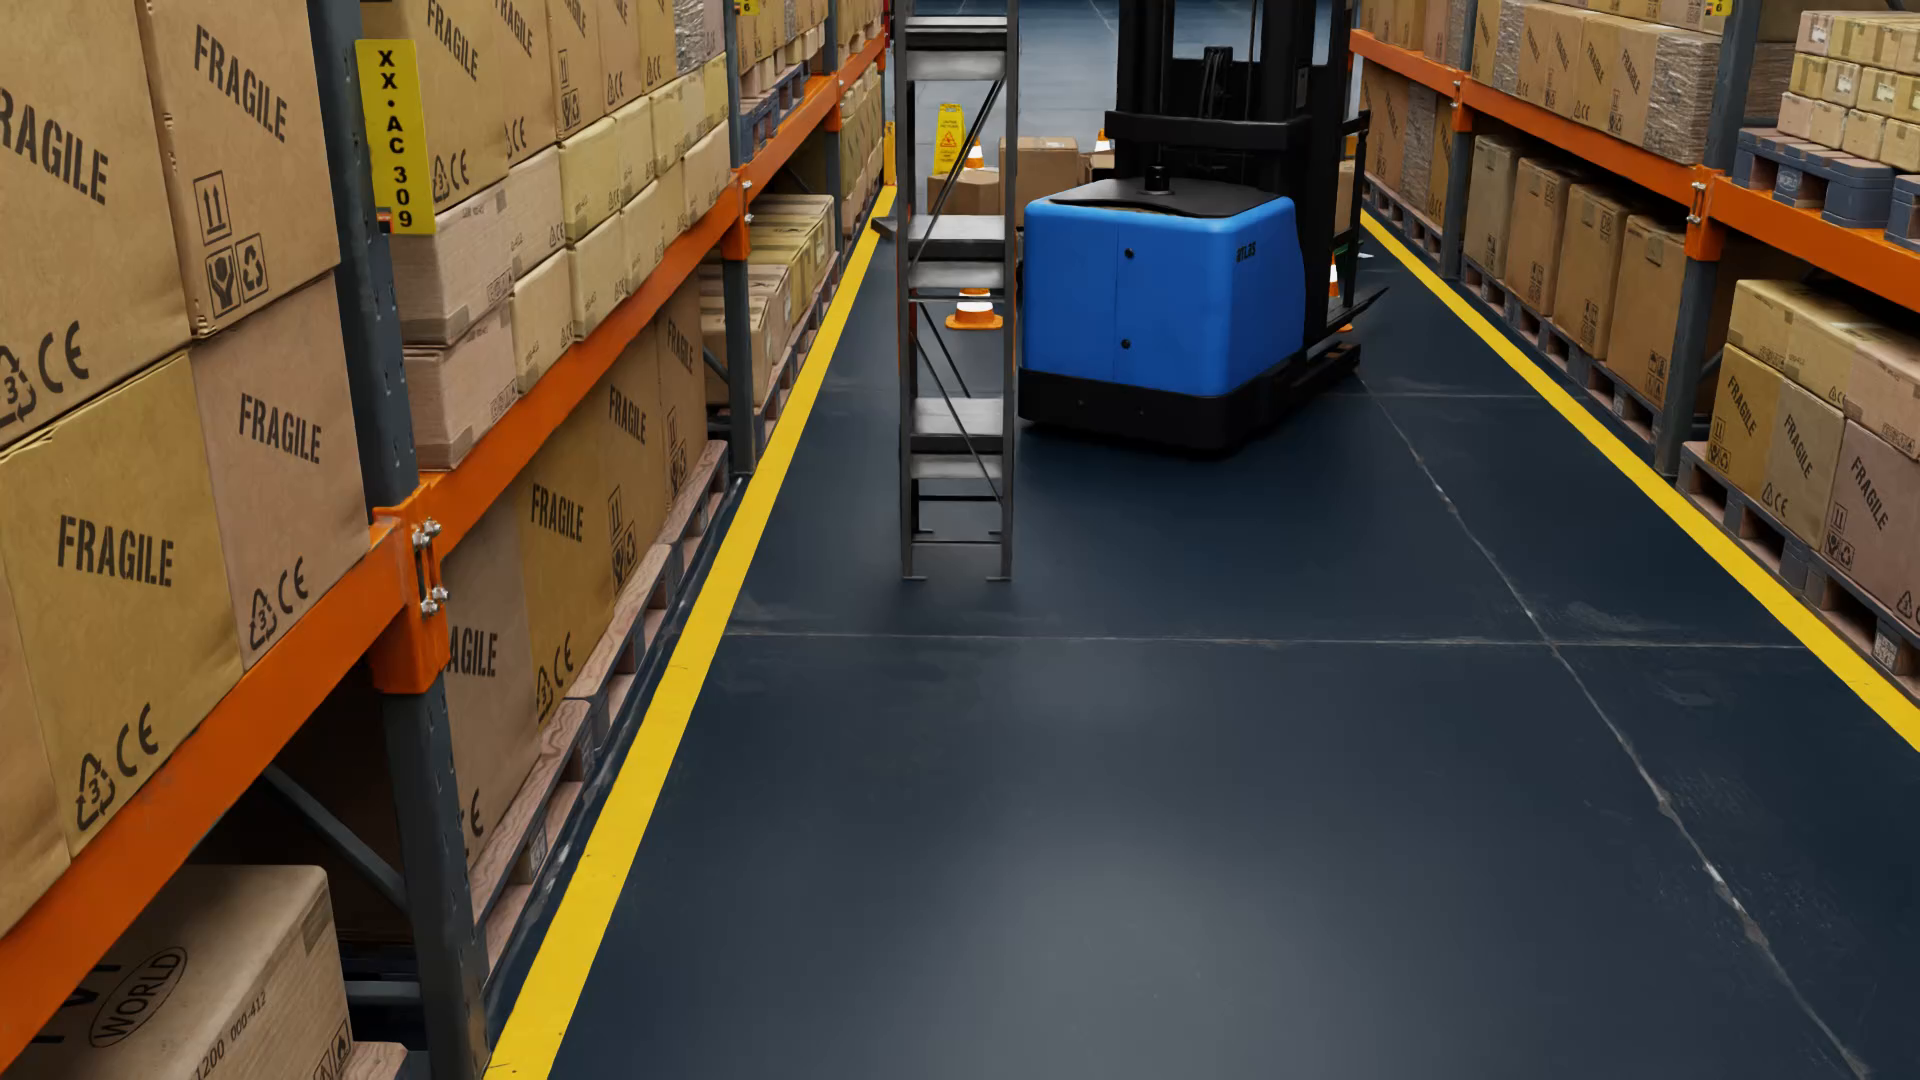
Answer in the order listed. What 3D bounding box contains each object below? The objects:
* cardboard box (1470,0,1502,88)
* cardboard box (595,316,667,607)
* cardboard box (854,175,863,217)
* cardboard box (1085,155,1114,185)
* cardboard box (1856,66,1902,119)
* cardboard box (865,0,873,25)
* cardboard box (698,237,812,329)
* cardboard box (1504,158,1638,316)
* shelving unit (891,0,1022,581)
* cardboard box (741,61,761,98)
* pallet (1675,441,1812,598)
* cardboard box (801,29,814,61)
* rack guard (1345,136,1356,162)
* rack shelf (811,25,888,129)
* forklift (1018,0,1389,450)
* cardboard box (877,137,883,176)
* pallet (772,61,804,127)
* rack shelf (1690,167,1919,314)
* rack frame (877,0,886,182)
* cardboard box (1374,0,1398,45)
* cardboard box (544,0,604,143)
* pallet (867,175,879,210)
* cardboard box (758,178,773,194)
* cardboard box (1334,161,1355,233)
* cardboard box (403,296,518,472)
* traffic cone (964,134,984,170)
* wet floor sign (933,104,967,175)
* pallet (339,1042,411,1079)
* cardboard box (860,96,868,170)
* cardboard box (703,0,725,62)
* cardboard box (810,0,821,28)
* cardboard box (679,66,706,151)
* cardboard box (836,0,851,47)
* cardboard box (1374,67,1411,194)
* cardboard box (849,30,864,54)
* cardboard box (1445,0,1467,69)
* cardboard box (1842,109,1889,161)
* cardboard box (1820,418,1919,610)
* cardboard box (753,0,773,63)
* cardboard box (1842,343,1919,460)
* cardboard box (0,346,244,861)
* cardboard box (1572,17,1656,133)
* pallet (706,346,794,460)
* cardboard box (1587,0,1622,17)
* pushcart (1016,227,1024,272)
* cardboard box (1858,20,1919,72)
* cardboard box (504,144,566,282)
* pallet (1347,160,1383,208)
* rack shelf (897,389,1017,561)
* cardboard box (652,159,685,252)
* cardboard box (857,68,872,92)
[{"bbox_3d":[3.389,-2.987,9.942,0.500,0.500,0.500,1,21,2],"label":"cardboard box"},{"bbox_3d":[-1.534,-0.333,5.597,0.875,0.875,0.875,1,21,2],"label":"cardboard box"},{"bbox_3d":[-0.984,-2.463,11.950,0.500,0.250,0.500,2,21,5],"label":"cardboard box"},{"bbox_3d":[1.302,-2.490,12.063,0.797,0.637,0.503,1,21,2],"label":"cardboard box"},{"bbox_3d":[3.326,-1.531,5.684,0.380,0.149,0.250,0,21,0],"label":"cardboard box"},{"bbox_3d":[-0.935,-4.216,12.698,0.500,0.500,0.500,1,21,1],"label":"cardboard box"},{"bbox_3d":[-1.328,-1.415,9.081,0.950,0.372,0.625,1,21,3],"label":"cardboard box"},{"bbox_3d":[3.712,-1.700,9.294,1.050,0.750,0.750,1,21,2],"label":"cardboard box"},{"bbox_3d":[-0.005,-0.919,5.995,0.431,2.100,0.503,1,21,2],"label":"shelving unit"},{"bbox_3d":[-1.106,-2.094,7.544,0.380,0.149,0.250,-1,21,-2],"label":"cardboard box"},{"bbox_3d":[3.527,-0.099,6.491,1.003,0.211,1.213,1,21,2],"label":"pallet"},{"bbox_3d":[-1.018,-2.754,9.247,0.380,0.149,0.250,1,21,2],"label":"cardboard box"},{"bbox_3d":[3.796,-3.417,14.644,1.175,0.500,0.348,1,21,2],"label":"rack guard"},{"bbox_3d":[-1.216,-3.533,12.482,1.077,0.370,4.000,1,21,2],"label":"rack shelf"},{"bbox_3d":[1.460,-2.252,8.281,1.130,2.935,3.031,12,24,29],"label":"forklift"},{"bbox_3d":[-0.912,-3.202,13.854,0.500,0.250,0.500,1,21,1],"label":"cardboard box"},{"bbox_3d":[-1.379,-2.326,8.642,1.003,0.211,1.213,1,21,2],"label":"pallet"},{"bbox_3d":[3.491,-0.623,4.981,1.077,0.370,4.000,1,21,2],"label":"rack shelf"},{"bbox_3d":[-1.155,-4.592,14.216,1.000,3.000,0.127,1,21,2],"label":"rack frame"},{"bbox_3d":[3.692,-4.109,12.764,0.875,0.550,0.550,1,21,2],"label":"cardboard box"},{"bbox_3d":[-1.214,-1.287,4.179,0.500,0.500,0.500,0,21,0],"label":"cardboard box"},{"bbox_3d":[-1.218,-2.971,13.894,1.003,0.211,1.213,1,21,2],"label":"pallet"},{"bbox_3d":[-1.527,-2.626,11.333,0.500,0.500,0.500,0,21,1],"label":"cardboard box"},{"bbox_3d":[2.695,-2.536,12.370,0.500,0.500,0.500,4,22,11],"label":"cardboard box"},{"bbox_3d":[-1.243,-0.339,3.463,0.500,0.250,0.500,0,21,0],"label":"cardboard box"},{"bbox_3d":[0.121,-3.239,14.238,0.336,0.463,0.334,1,21,2],"label":"traffic cone"},{"bbox_3d":[-0.080,-3.551,14.789,0.267,0.644,0.232,8,23,20],"label":"wet floor sign"},{"bbox_3d":[-1.622,1.321,2.832,1.003,0.211,1.213,1,21,2],"label":"pallet"},{"bbox_3d":[-0.967,-3.000,12.299,0.500,0.500,0.500,2,21,4],"label":"cardboard box"},{"bbox_3d":[-1.153,-2.022,6.073,0.500,0.500,0.500,0,21,0],"label":"cardboard box"},{"bbox_3d":[-1.075,-3.178,9.442,0.500,0.500,0.500,1,21,2],"label":"cardboard box"},{"bbox_3d":[-1.171,-1.499,5.761,0.500,0.250,0.500,0,21,0],"label":"cardboard box"},{"bbox_3d":[-0.985,-3.487,10.819,0.500,0.500,0.500,1,21,1],"label":"cardboard box"},{"bbox_3d":[3.816,-3.215,13.024,0.875,0.875,0.875,0,21,1],"label":"cardboard box"},{"bbox_3d":[-0.898,-3.601,12.010,0.380,0.149,0.250,1,21,2],"label":"cardboard box"},{"bbox_3d":[3.673,-3.331,10.759,0.875,0.550,0.550,1,21,2],"label":"cardboard box"},{"bbox_3d":[3.321,-1.406,5.772,0.380,0.149,0.250,2,21,4],"label":"cardboard box"},{"bbox_3d":[3.253,-0.091,5.492,0.500,0.500,0.500,0,21,0],"label":"cardboard box"},{"bbox_3d":[-1.145,-2.429,7.512,0.500,0.500,0.500,2,21,4],"label":"cardboard box"},{"bbox_3d":[3.246,-0.452,5.387,0.500,0.250,0.500,1,21,2],"label":"cardboard box"},{"bbox_3d":[-1.289,0.057,2.097,0.500,0.500,0.500,0,21,0],"label":"cardboard box"},{"bbox_3d":[3.329,-2.255,8.055,0.500,0.500,0.500,0,21,1],"label":"cardboard box"},{"bbox_3d":[-1.373,-0.682,7.994,1.003,0.211,1.213,1,21,2],"label":"pallet"},{"bbox_3d":[3.619,-2.909,8.360,0.700,0.500,0.500,0,21,1],"label":"cardboard box"},{"bbox_3d":[1.004,-1.916,10.945,1.648,0.377,0.936,-7,22,-17],"label":"pushcart"},{"bbox_3d":[3.327,-1.686,5.673,0.380,0.149,0.250,1,21,1],"label":"cardboard box"},{"bbox_3d":[-1.237,-0.761,3.859,0.500,0.250,0.500,1,21,2],"label":"cardboard box"},{"bbox_3d":[3.849,-2.984,13.927,1.003,0.211,1.213,1,21,2],"label":"pallet"},{"bbox_3d":[-0.005,-0.254,6.253,0.431,0.518,0.480,1,21,2],"label":"rack shelf"},{"bbox_3d":[-1.186,-1.077,5.364,0.500,0.250,0.500,0,21,1],"label":"cardboard box"},{"bbox_3d":[-0.884,-3.545,12.807,0.380,0.149,0.250,2,21,4],"label":"cardboard box"}]
